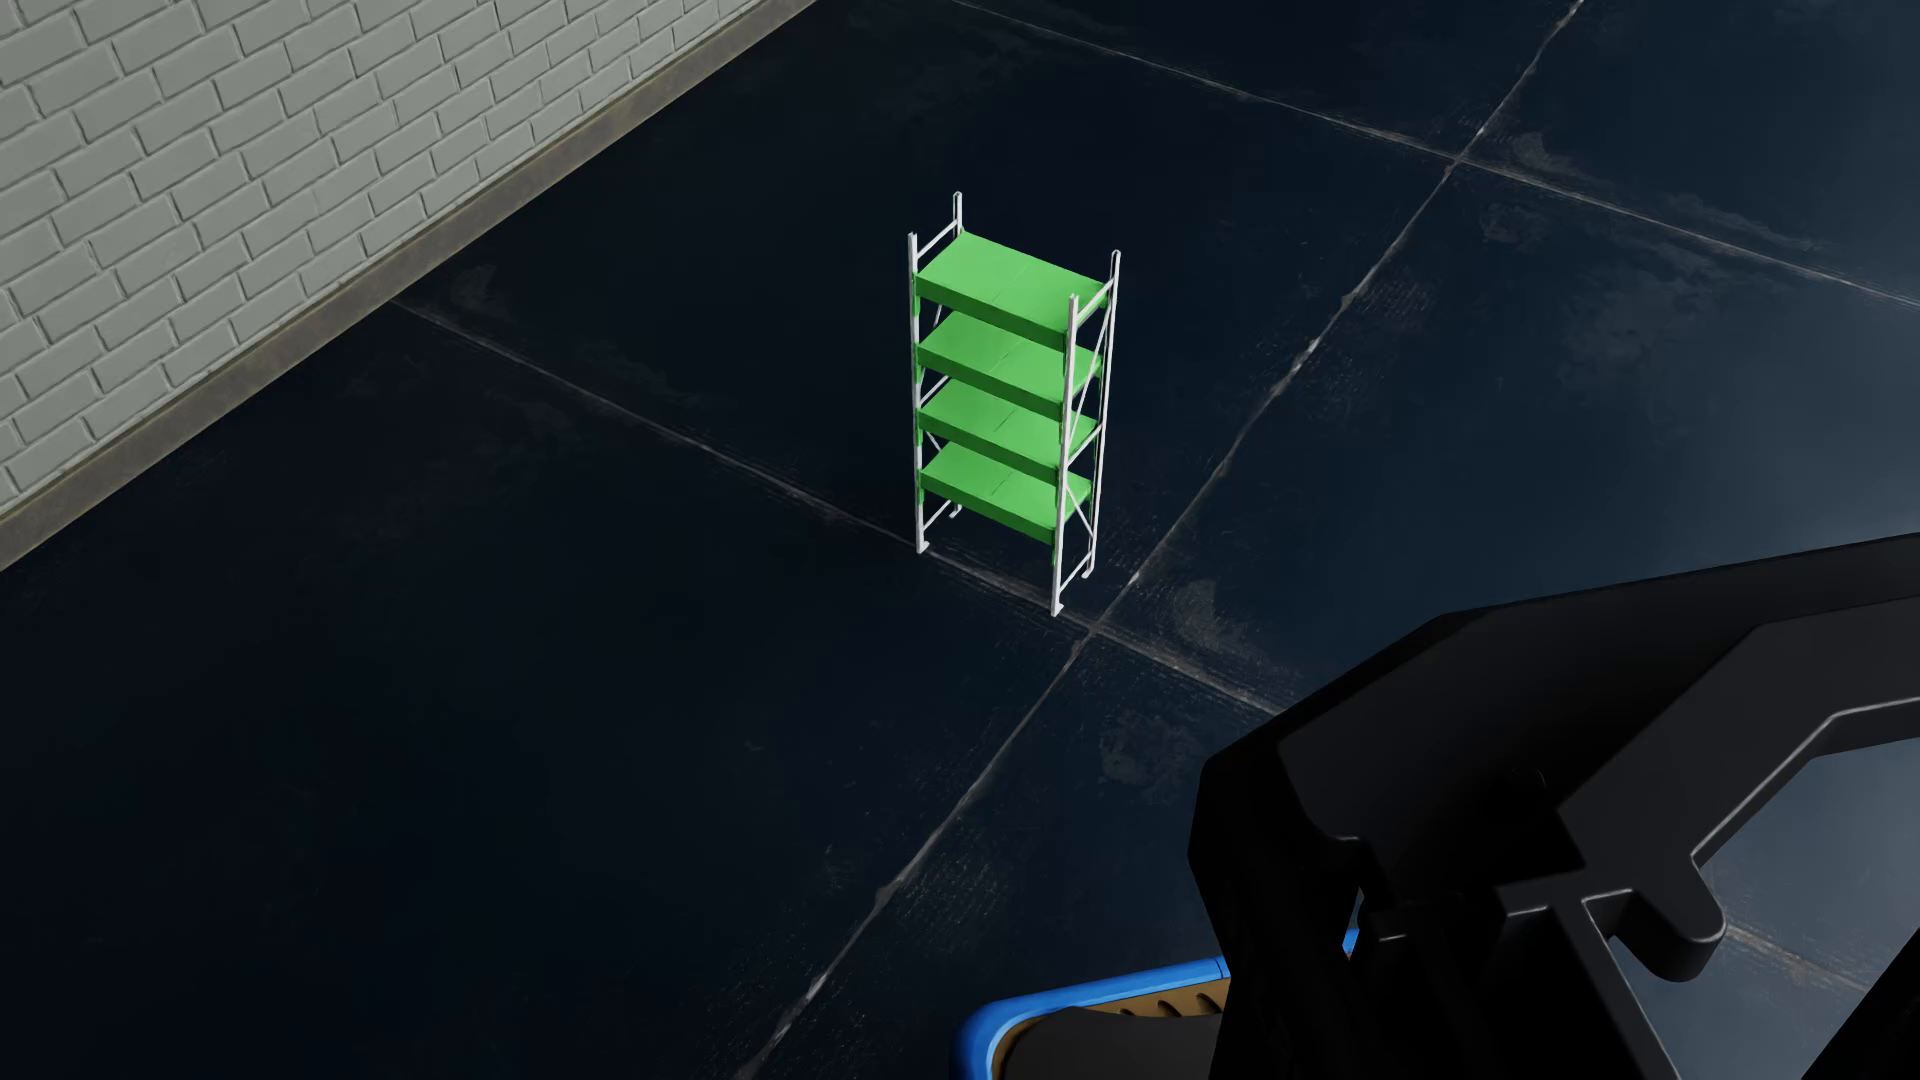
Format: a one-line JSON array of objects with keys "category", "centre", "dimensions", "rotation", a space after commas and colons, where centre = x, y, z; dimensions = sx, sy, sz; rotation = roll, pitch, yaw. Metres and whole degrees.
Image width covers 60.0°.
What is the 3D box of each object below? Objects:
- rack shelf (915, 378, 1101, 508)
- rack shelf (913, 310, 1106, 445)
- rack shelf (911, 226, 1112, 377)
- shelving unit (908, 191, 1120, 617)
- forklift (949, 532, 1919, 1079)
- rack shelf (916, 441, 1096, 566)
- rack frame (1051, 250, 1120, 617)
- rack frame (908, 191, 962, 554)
[{"category": "rack shelf", "centre": [0.139, -0.310, 4.803], "dimensions": [0.480, 0.148, 0.258], "rotation": [25, 51, 22]}, {"category": "rack shelf", "centre": [0.139, -0.477, 4.631], "dimensions": [0.480, 0.148, 0.258], "rotation": [25, 51, 22]}, {"category": "rack shelf", "centre": [0.139, -0.644, 4.459], "dimensions": [0.480, 0.148, 0.258], "rotation": [25, 51, 22]}, {"category": "shelving unit", "centre": [0.139, -0.354, 4.757], "dimensions": [0.503, 1.200, 0.258], "rotation": [25, 51, 22]}, {"category": "forklift", "centre": [0.783, 1.521, 1.728], "dimensions": [1.130, 2.935, 3.031], "rotation": [-9, 47, -9]}, {"category": "rack shelf", "centre": [0.139, -0.142, 4.975], "dimensions": [0.480, 0.148, 0.258], "rotation": [25, 51, 22]}, {"category": "rack frame", "centre": [0.345, -0.260, 4.666], "dimensions": [0.015, 1.200, 0.240], "rotation": [25, 51, 22]}, {"category": "rack frame", "centre": [-0.066, -0.449, 4.849], "dimensions": [0.015, 1.200, 0.240], "rotation": [25, 51, 22]}]
